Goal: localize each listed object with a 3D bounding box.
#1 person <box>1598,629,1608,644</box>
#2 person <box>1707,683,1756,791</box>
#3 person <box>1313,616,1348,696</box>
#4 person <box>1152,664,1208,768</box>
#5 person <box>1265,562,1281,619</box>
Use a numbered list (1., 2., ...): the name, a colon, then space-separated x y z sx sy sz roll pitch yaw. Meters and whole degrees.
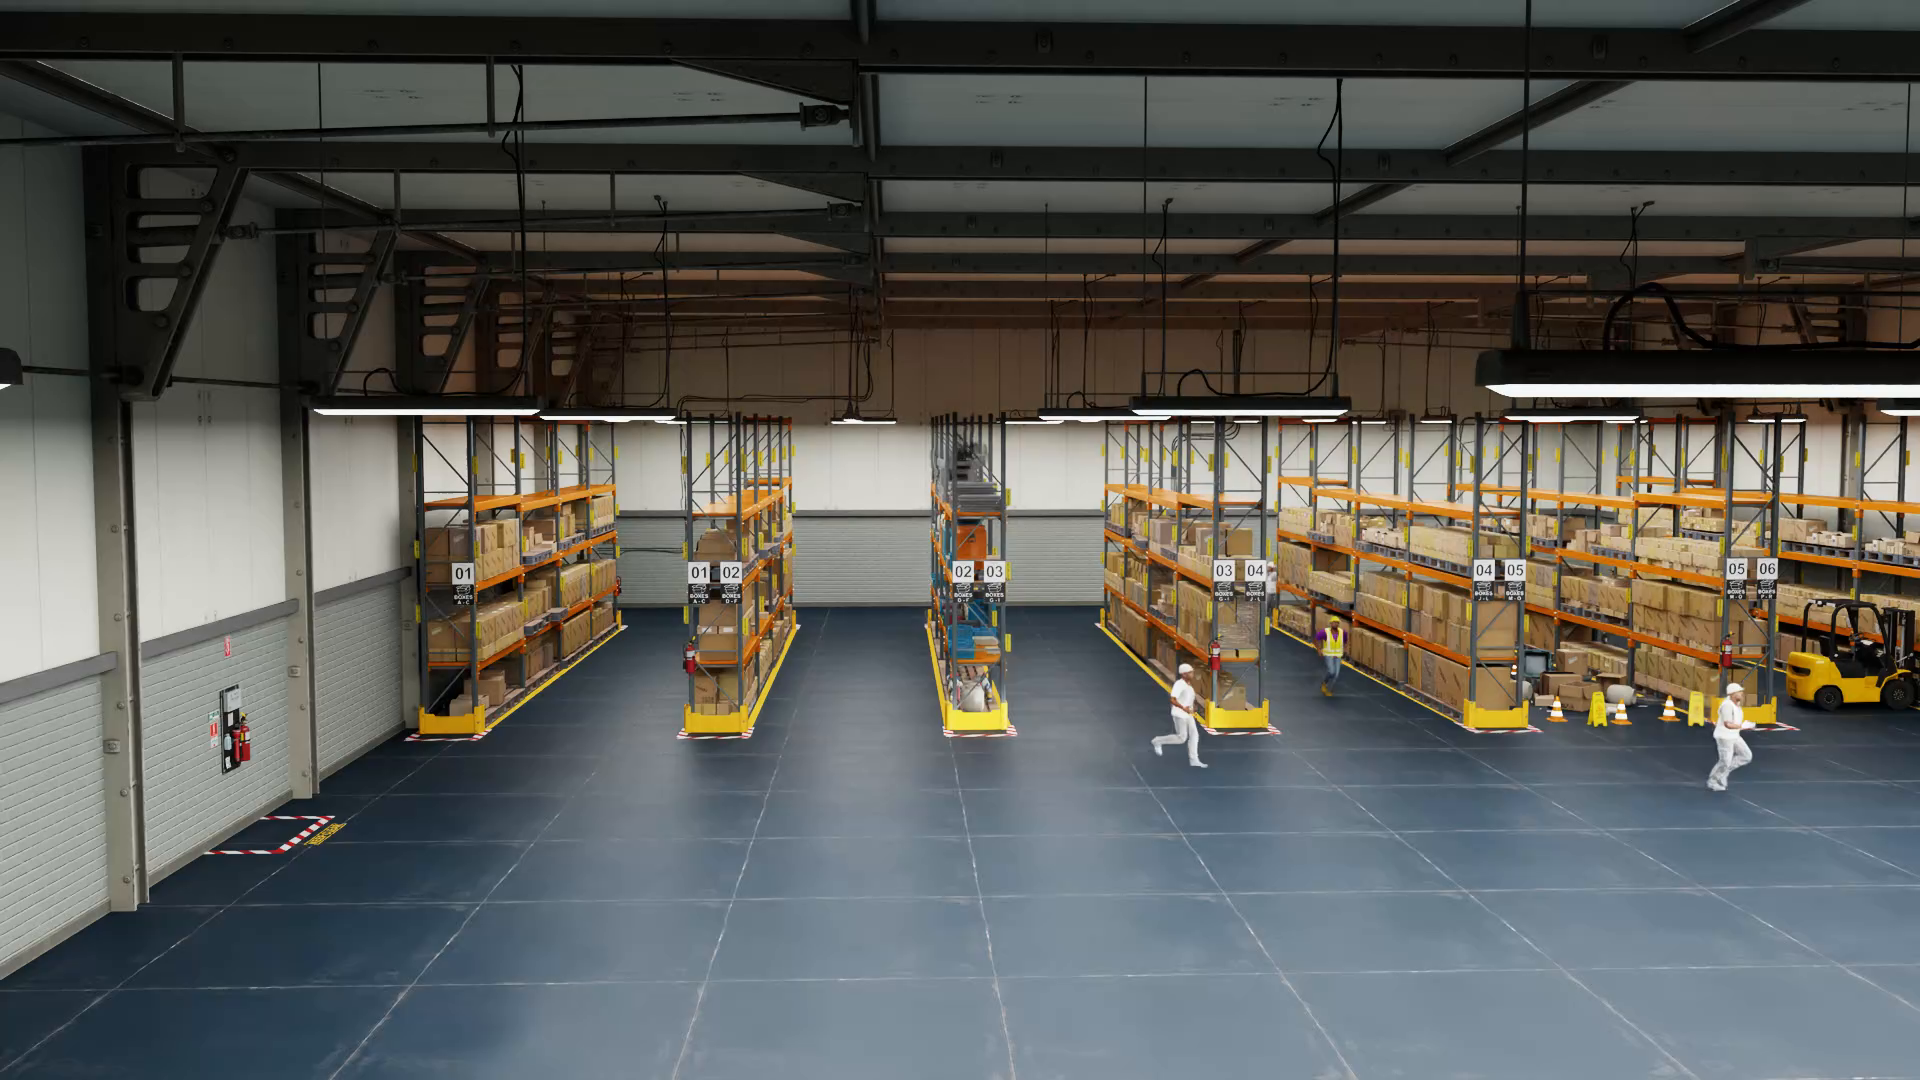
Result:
1. person: 16.925 1.874 43.792 0.654 1.744 0.532 -1 4 -11
2. person: 12.039 3.077 25.923 0.728 1.723 0.726 3 5 41
3. person: 7.890 2.468 35.146 0.701 1.714 0.594 -1 4 -9
4. person: 3.736 2.953 28.067 0.964 1.742 0.704 2 4 26
5. person: 9.067 1.535 48.591 0.856 1.804 0.724 -2 4 -24
